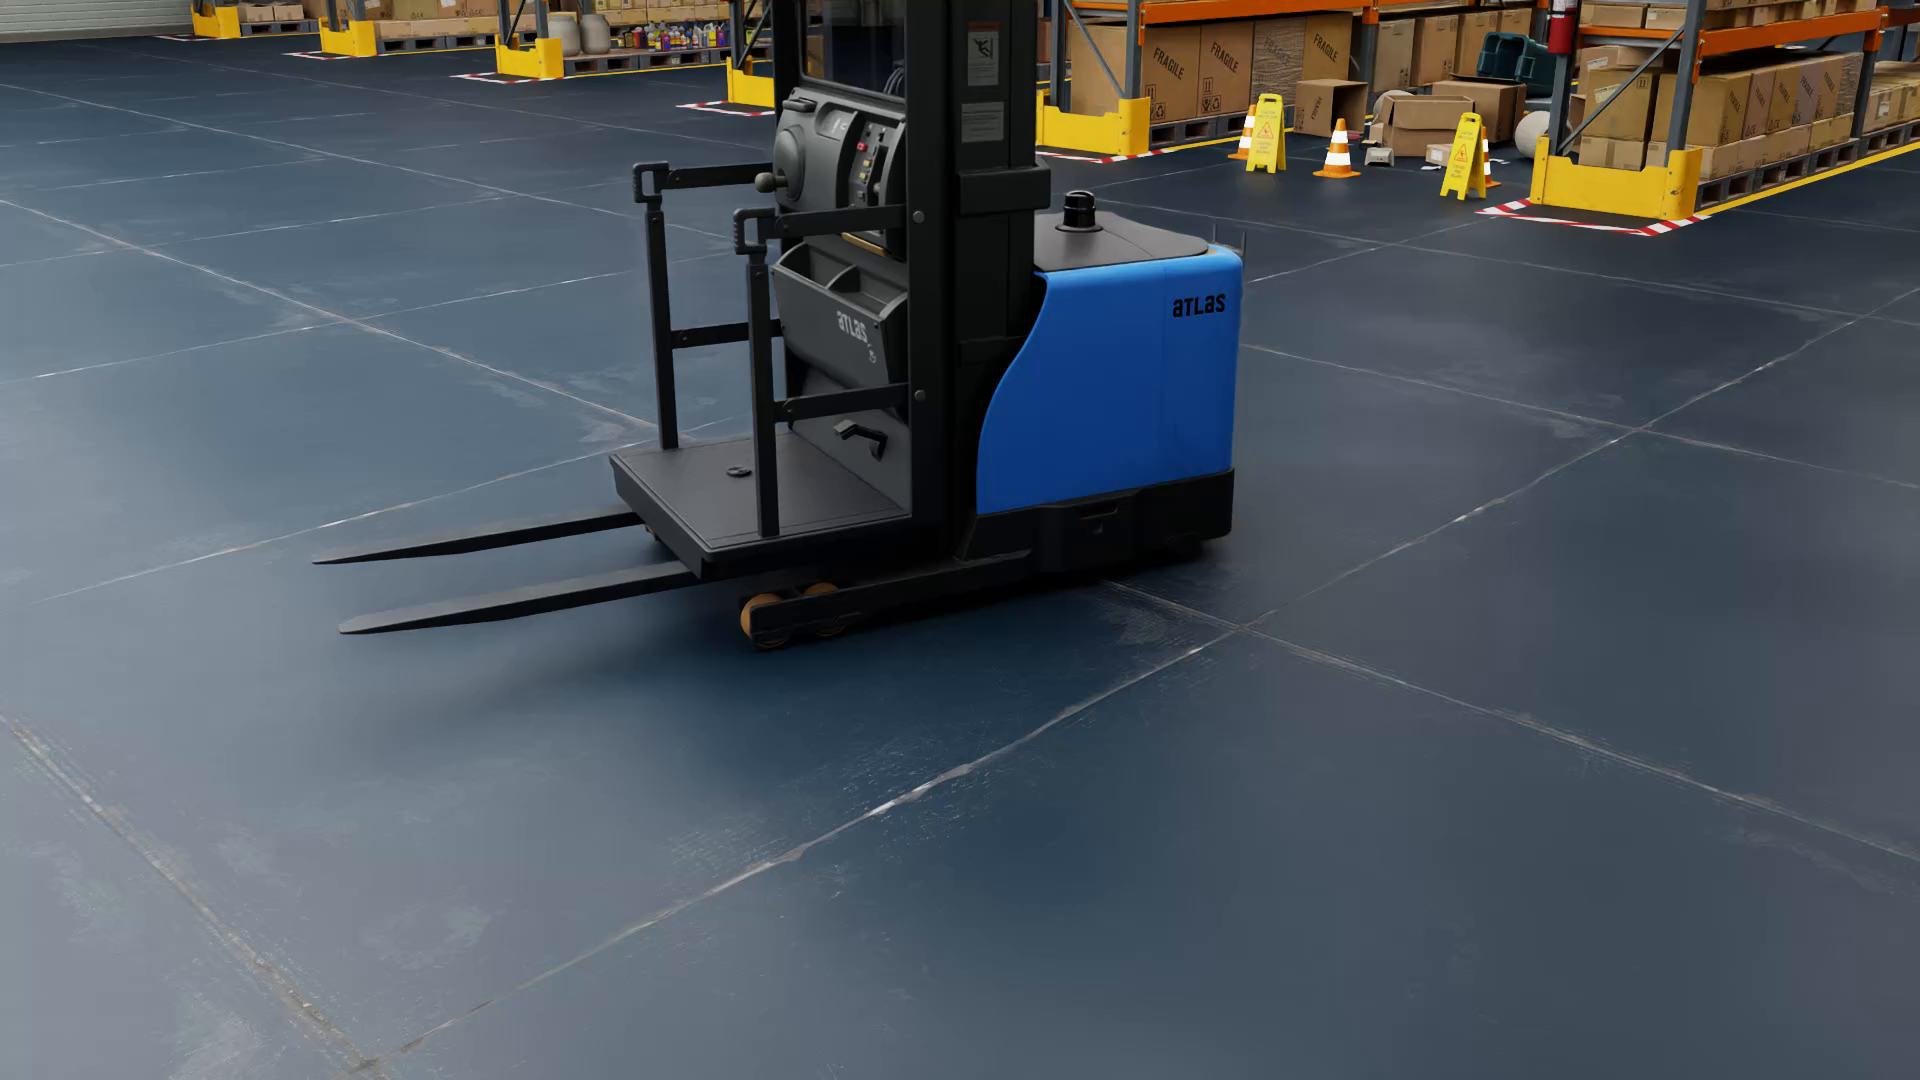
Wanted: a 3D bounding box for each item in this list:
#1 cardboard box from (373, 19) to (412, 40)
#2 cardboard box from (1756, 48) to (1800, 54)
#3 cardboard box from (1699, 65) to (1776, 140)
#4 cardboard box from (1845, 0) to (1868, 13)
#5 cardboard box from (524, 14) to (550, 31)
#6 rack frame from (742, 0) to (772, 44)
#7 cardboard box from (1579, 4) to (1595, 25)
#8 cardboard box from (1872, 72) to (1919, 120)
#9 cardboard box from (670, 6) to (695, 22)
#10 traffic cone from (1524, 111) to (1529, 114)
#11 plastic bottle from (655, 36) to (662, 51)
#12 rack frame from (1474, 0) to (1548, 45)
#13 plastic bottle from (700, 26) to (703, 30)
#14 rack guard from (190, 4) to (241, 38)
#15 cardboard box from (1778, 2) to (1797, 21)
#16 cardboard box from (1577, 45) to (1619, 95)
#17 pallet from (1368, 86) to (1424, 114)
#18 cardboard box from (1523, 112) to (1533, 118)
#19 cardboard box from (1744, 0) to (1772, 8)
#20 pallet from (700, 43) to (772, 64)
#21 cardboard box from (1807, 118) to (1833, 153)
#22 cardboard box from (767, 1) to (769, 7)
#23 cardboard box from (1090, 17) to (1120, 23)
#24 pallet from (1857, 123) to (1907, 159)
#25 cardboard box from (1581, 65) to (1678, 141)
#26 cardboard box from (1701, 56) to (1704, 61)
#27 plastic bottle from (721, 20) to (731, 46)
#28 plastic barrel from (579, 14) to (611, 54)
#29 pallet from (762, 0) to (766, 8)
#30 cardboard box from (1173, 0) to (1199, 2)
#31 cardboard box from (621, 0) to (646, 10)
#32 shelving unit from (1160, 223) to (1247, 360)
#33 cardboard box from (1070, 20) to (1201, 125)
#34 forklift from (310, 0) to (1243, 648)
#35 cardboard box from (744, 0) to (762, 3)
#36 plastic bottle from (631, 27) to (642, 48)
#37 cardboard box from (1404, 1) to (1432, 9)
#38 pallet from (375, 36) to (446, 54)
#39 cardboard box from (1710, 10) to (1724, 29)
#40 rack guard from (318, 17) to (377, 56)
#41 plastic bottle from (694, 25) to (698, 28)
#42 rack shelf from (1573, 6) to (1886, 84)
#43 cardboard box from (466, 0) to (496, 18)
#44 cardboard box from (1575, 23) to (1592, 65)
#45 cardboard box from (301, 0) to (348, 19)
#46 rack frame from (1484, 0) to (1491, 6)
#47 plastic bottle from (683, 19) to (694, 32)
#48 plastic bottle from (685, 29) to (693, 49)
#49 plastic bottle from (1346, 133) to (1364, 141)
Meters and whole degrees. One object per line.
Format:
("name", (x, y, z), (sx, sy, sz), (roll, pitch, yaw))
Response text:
("cardboard box", (-8.792, -7.847, 25.556), (0.500, 0.250, 0.500), (19, 28, 41))
("cardboard box", (7.055, -4.098, 14.758), (0.500, 0.500, 0.500), (-18, 28, -40))
("cardboard box", (6.009, -3.434, 13.030), (0.500, 0.500, 0.500), (18, 27, 39))
("cardboard box", (7.485, -4.578, 14.154), (0.250, 0.149, 0.380), (-19, 28, -41))
("cardboard box", (-7.058, -8.493, 27.237), (0.500, 0.250, 0.500), (19, 28, 41))
("rack frame", (-2.989, -8.640, 24.372), (1.000, 3.000, 0.127), (19, 28, 41))
("cardboard box", (7.842, -6.787, 21.406), (0.500, 0.250, 0.500), (19, 28, 40))
("cardboard box", (9.007, -4.390, 16.391), (0.625, 0.372, 0.950), (-19, 28, -40))
("cardboard box", (-5.004, -9.230, 29.155), (0.500, 0.250, 0.500), (-20, 28, -41))
("traffic cone", (6.061, -4.915, 18.218), (0.336, 0.463, 0.334), (19, 28, 41))
("plastic bottle", (-4.219, -6.925, 23.199), (0.097, 0.201, 0.097), (0, 21, 0))
("rack frame", (6.834, -7.161, 20.524), (1.000, 3.000, 0.127), (19, 28, 41))
("plastic bottle", (-3.682, -7.226, 23.867), (0.061, 0.283, 0.133), (19, 28, 41))
("rack guard", (-12.824, -8.944, 28.647), (1.175, 0.500, 0.348), (19, 28, 41))
("cardboard box", (6.377, -4.198, 13.166), (0.380, 0.149, 0.250), (18, 28, 39))
("cardboard box", (6.364, -4.544, 16.145), (0.500, 0.500, 0.500), (19, 28, 41))
("pallet", (4.527, -5.048, 18.915), (1.003, 0.211, 1.213), (19, 28, 41))
("cardboard box", (5.554, -3.971, 16.037), (0.258, 0.266, 0.396), (2, 21, 4))
("cardboard box", (5.758, -4.263, 12.432), (0.500, 0.500, 0.500), (-19, 28, -40))
("pallet", (-3.487, -7.176, 24.450), (1.003, 0.211, 1.213), (19, 28, 41))
("cardboard box", (7.076, -3.474, 14.179), (0.500, 0.250, 0.500), (18, 28, 39))
("cardboard box", (-3.222, -9.993, 30.763), (0.500, 0.500, 0.500), (-19, 28, -40))
("cardboard box", (1.740, -6.853, 22.594), (0.700, 0.500, 0.500), (16, 26, 36))
("pallet", (8.202, -3.819, 15.716), (1.003, 0.211, 1.213), (19, 28, 41))
("cardboard box", (5.242, -3.425, 13.008), (0.500, 0.500, 0.500), (19, 28, 41))
("cardboard box", (5.813, -3.970, 13.522), (0.250, 0.149, 0.380), (-19, 28, -40))
("plastic bottle", (-3.365, -7.322, 24.021), (0.144, 0.351, 0.185), (18, 27, 38))
("plastic barrel", (-5.025, -6.963, 22.893), (0.421, 0.512, 0.421), (0, 21, 0))
("pallet", (-4.990, -11.657, 36.108), (1.003, 0.211, 1.213), (19, 28, 41))
("cardboard box", (1.847, -5.428, 15.807), (0.875, 0.550, 0.550), (19, 28, 41))
("cardboard box", (-5.715, -9.226, 28.363), (0.500, 0.311, 0.500), (19, 28, 40))
("shelving unit", (0.885, -0.647, 6.290), (0.252, 1.050, 0.215), (-10, 23, -25))
("cardboard box", (1.678, -4.500, 15.977), (0.875, 0.875, 0.875), (19, 28, 41))
("forklift", (-0.576, -1.247, 5.234), (3.031, 2.935, 1.130), (-10, 23, -25))
("cardboard box", (-3.934, -9.887, 30.082), (0.500, 0.311, 0.500), (-19, 28, -41))
("plastic bottle", (-4.617, -7.185, 23.771), (0.152, 0.276, 0.135), (20, 28, 41))
("cardboard box", (7.286, -9.042, 27.794), (0.875, 0.875, 0.875), (19, 28, 41))
("pallet", (-8.822, -7.758, 25.964), (1.003, 0.211, 1.213), (19, 28, 41))
("cardboard box", (5.421, -3.878, 12.334), (0.250, 0.149, 0.380), (-20, 28, -41))
("rack guard", (-9.342, -7.679, 25.357), (1.175, 0.500, 0.348), (19, 28, 41))
("plastic bottle", (-3.864, -7.400, 24.337), (0.097, 0.271, 0.097), (0, 21, 0))
("rack shelf", (6.265, -4.070, 13.485), (1.077, 0.370, 4.000), (19, 28, 41))
("cardboard box", (-7.744, -8.582, 26.423), (0.500, 0.500, 0.500), (19, 28, 41))
("cardboard box", (7.858, -6.438, 21.543), (0.500, 0.500, 0.500), (20, 28, 41))
("cardboard box", (-11.385, -9.608, 29.761), (0.700, 0.500, 0.500), (17, 27, 37))
("rack frame", (8.931, -10.485, 29.172), (1.000, 3.000, 0.127), (19, 28, 41))
("plastic bottle", (-3.981, -7.456, 24.372), (0.144, 0.351, 0.185), (18, 27, 38))
("plastic bottle", (-3.841, -7.097, 23.549), (0.097, 0.271, 0.097), (0, 21, 0))
("plastic bottle", (3.807, -3.942, 16.246), (0.283, 0.061, 0.133), (9, 23, 23))
